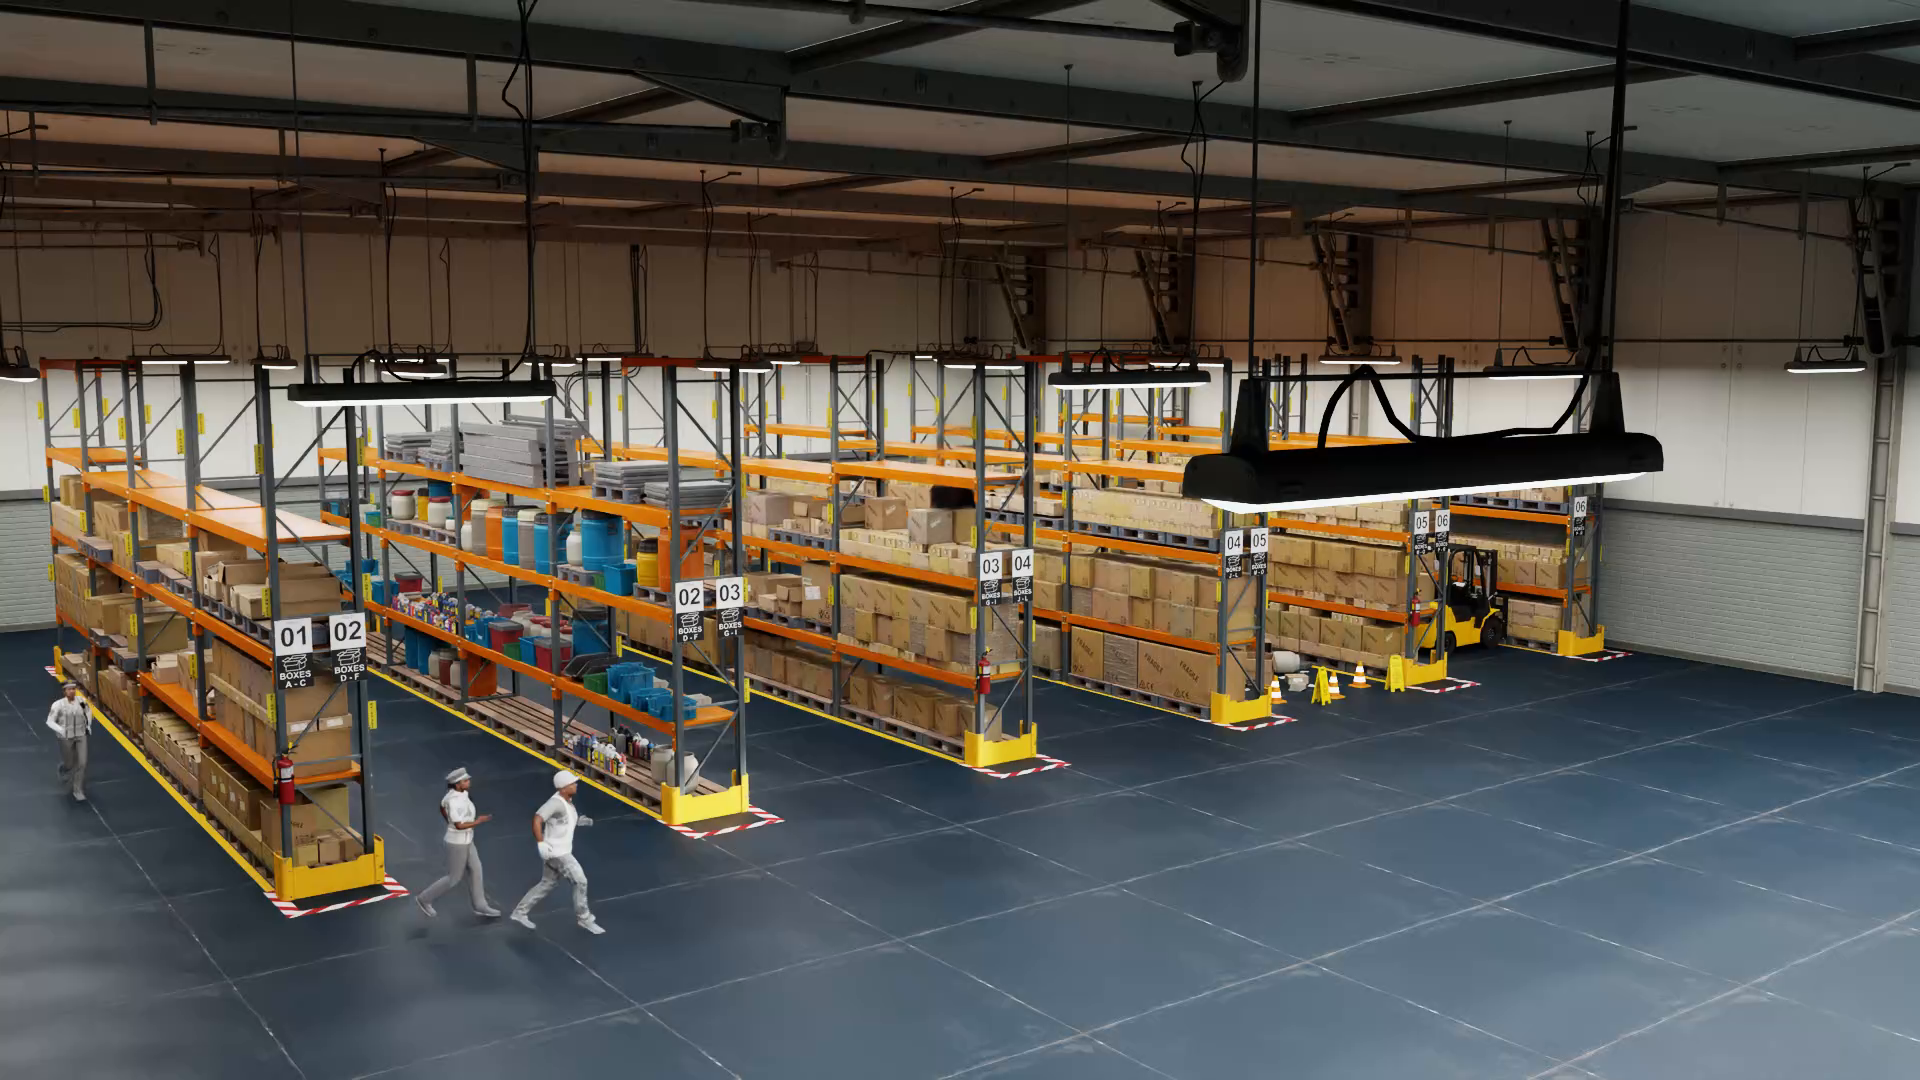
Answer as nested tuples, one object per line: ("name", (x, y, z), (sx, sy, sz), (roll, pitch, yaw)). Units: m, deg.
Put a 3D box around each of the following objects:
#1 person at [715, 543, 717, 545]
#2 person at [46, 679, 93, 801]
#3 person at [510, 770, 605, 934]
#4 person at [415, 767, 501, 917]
("person", (-5.687, 0.862, 38.915), (0.610, 1.609, 0.566), (-4, 8, -31))
("person", (-12.377, 2.753, 23.176), (0.627, 1.693, 0.761), (-7, 9, -44))
("person", (-4.295, 3.338, 17.656), (0.984, 1.816, 0.712), (-1, 7, -10))
("person", (-5.495, 3.305, 18.131), (0.891, 1.685, 0.587), (-1, 7, -9))
